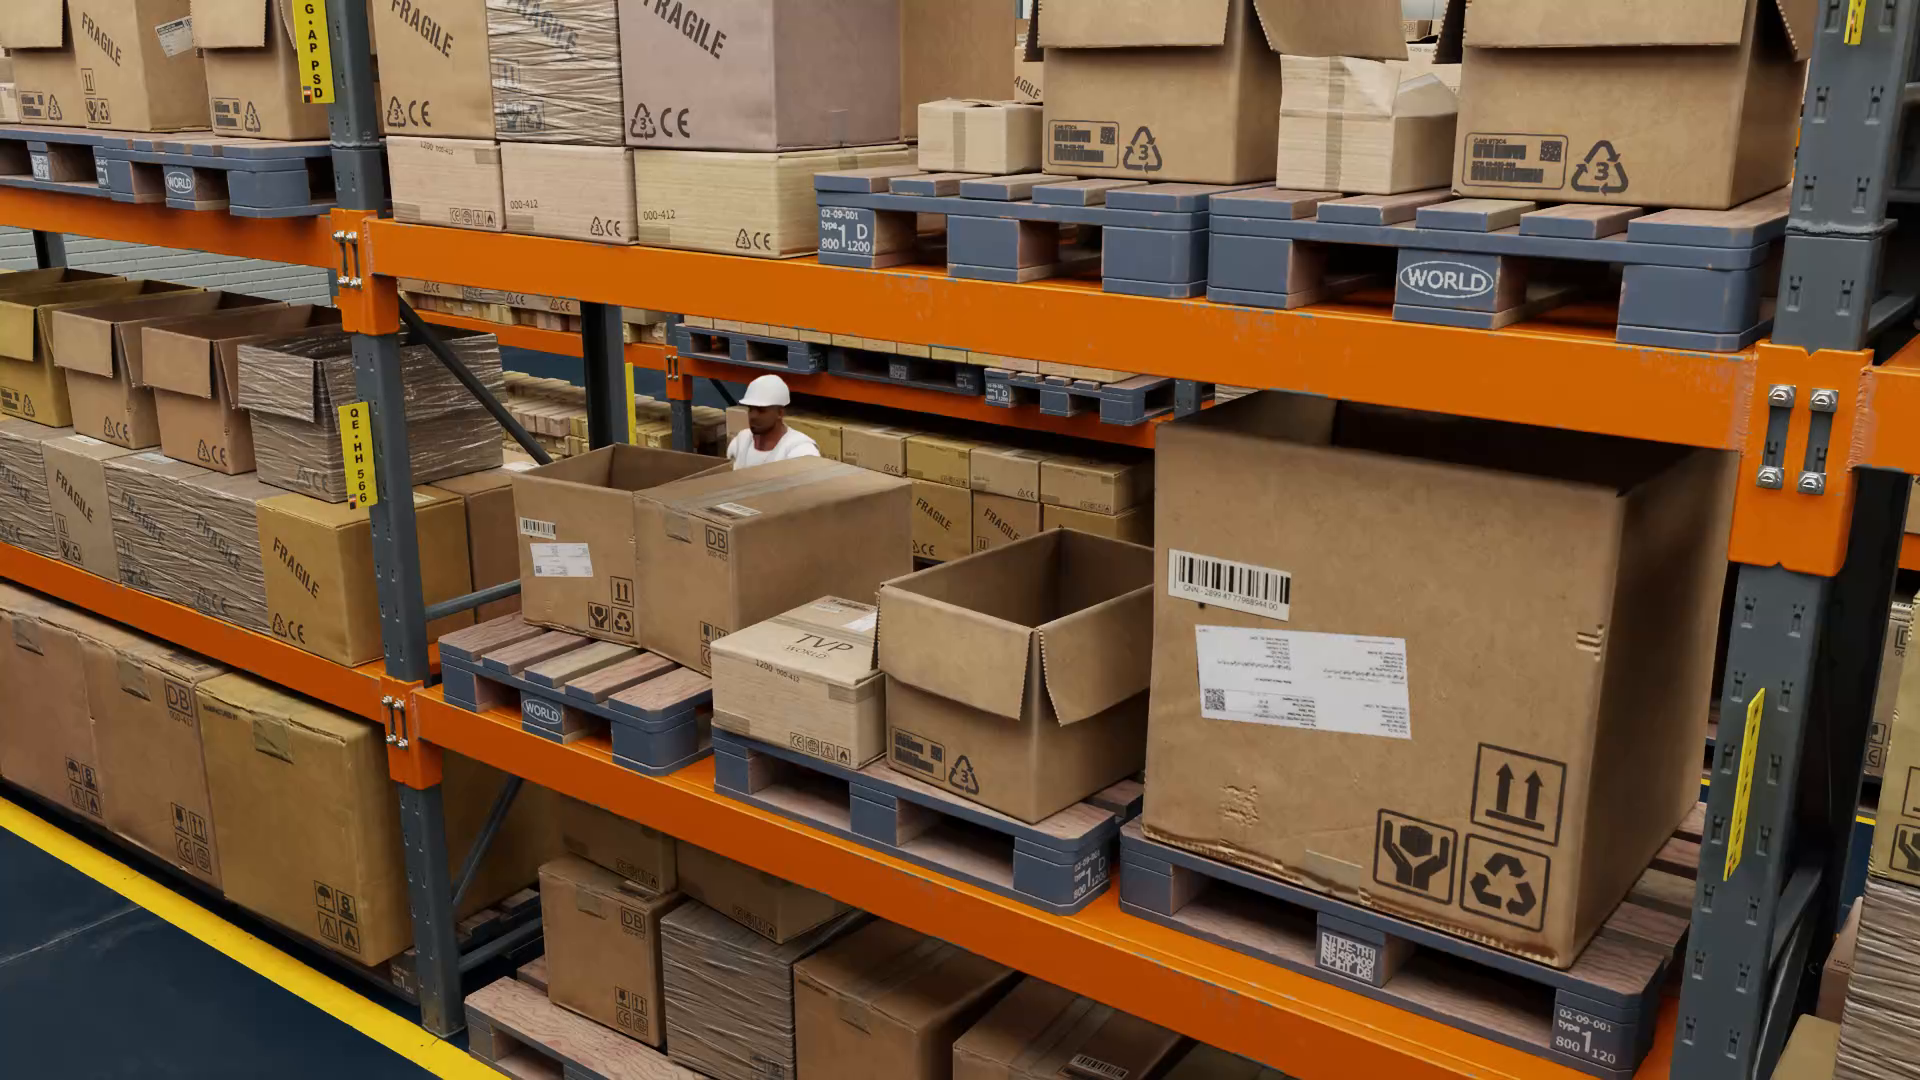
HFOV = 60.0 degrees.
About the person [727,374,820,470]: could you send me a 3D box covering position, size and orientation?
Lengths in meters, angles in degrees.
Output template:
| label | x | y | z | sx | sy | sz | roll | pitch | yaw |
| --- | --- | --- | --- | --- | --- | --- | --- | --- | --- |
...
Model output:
| label | x | y | z | sx | sy | sz | roll | pitch | yaw |
| --- | --- | --- | --- | --- | --- | --- | --- | --- | --- |
| person | -0.982 | 0.062 | 8.284 | 0.562 | 1.768 | 0.509 | 12 | 20 | 34 |
